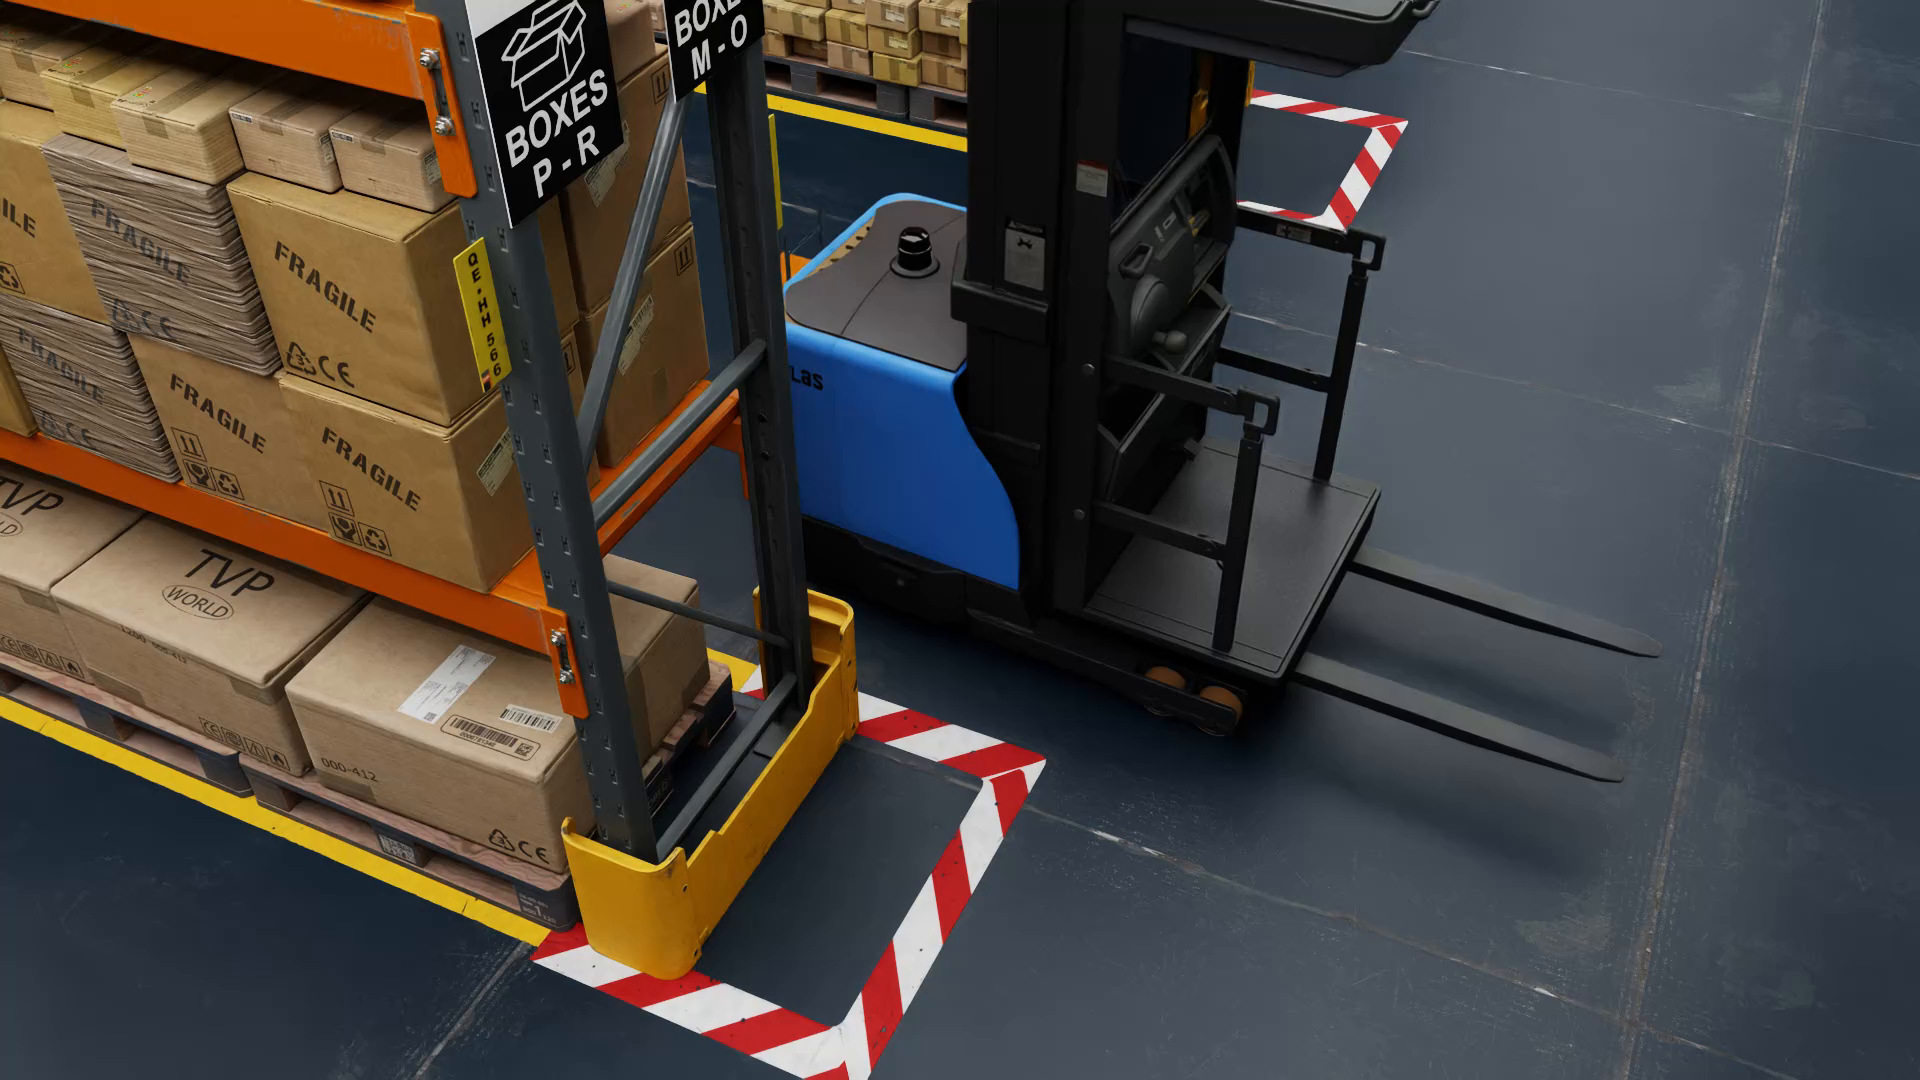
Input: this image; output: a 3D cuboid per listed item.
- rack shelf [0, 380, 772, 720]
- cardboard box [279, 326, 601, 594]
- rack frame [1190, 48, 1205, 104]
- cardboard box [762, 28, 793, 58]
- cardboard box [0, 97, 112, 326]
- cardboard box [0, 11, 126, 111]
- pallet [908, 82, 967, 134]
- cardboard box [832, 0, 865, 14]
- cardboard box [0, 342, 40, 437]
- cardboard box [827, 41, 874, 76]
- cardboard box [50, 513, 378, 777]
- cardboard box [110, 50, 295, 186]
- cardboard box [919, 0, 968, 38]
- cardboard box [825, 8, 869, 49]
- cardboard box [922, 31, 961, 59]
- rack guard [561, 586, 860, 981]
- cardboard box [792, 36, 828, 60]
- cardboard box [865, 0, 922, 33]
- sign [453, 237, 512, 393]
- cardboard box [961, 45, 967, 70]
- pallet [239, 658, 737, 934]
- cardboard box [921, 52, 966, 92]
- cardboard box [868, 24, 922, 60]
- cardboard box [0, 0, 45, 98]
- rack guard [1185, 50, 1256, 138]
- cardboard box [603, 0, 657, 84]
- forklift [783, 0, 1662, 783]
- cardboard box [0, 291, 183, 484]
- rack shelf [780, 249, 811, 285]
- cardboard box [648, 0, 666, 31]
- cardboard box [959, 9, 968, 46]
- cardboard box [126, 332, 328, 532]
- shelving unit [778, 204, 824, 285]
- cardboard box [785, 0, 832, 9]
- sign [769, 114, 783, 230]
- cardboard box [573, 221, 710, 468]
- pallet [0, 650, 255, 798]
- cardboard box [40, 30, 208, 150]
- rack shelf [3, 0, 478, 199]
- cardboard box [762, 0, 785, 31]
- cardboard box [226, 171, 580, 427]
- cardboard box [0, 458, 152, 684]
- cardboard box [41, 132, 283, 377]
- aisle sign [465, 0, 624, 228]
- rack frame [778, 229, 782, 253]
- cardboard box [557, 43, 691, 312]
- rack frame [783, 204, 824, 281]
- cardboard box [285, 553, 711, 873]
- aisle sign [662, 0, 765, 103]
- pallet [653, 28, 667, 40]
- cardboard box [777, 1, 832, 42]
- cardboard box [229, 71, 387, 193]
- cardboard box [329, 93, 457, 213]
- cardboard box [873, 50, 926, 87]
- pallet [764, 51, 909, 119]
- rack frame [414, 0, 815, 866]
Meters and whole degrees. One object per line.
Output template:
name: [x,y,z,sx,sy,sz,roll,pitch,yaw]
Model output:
rack shelf: [-2.550,-0.534,5.125,4.000,0.370,1.077,17,44,19]
cardboard box: [-1.287,-0.266,4.191,0.500,0.500,0.500,17,44,19]
rack frame: [1.264,-3.218,7.673,0.127,3.000,1.000,17,44,19]
cardboard box: [-0.974,-2.781,9.024,0.250,0.149,0.380,16,43,17]
cardboard box: [-2.208,-0.926,4.189,0.500,0.500,0.500,17,44,18]
cardboard box: [-2.075,-1.180,3.986,0.250,0.149,0.380,17,44,18]
pallet: [0.474,-2.432,8.894,1.213,0.211,1.003,17,44,19]
cardboard box: [-0.482,-2.910,8.719,0.250,0.149,0.380,16,43,17]
cardboard box: [-2.679,-0.686,4.675,0.500,0.500,0.500,18,44,20]
cardboard box: [-0.506,-2.639,8.860,0.250,0.149,0.380,18,44,19]
cardboard box: [-2.211,0.185,5.381,0.875,0.438,0.875,18,44,20]
cardboard box: [-1.657,-0.971,3.745,0.250,0.149,0.380,17,44,18]
cardboard box: [-0.023,-2.730,8.511,0.250,0.149,0.380,15,43,17]
cardboard box: [-0.506,-2.749,8.761,0.250,0.149,0.380,19,44,21]
cardboard box: [-0.007,-2.667,8.666,0.250,0.149,0.380,16,44,18]
rack guard: [-0.716,0.699,5.062,0.348,0.500,1.175,17,44,19]
cardboard box: [-0.704,-2.753,8.992,0.250,0.149,0.380,18,44,20]
cardboard box: [-0.290,-2.771,8.559,0.250,0.149,0.380,19,44,20]
sign: [-0.980,-0.461,3.427,0.005,0.325,0.100,17,44,19]
cardboard box: [0.193,-2.532,8.510,0.250,0.149,0.380,15,43,17]
pallet: [-1.495,0.627,5.366,1.213,0.211,1.003,17,44,19]
cardboard box: [-0.010,-2.518,8.720,0.250,0.149,0.380,17,44,19]
cardboard box: [-0.282,-2.667,8.666,0.250,0.149,0.380,18,44,19]
cardboard box: [-2.327,-1.214,4.026,0.250,0.149,0.380,18,44,20]
rack guard: [1.195,-2.295,8.516,0.348,0.500,1.175,17,44,19]
cardboard box: [-0.942,-1.175,3.981,0.250,0.149,0.380,18,44,20]
forklift: [0.833,-0.859,5.004,3.031,2.935,1.130,19,44,21]
cardboard box: [-2.205,-0.551,4.519,0.500,0.500,0.500,18,44,20]
rack shelf: [-0.618,-0.909,5.900,0.180,0.103,0.258,19,44,21]
cardboard box: [-1.679,-3.004,9.282,0.250,0.149,0.380,17,44,18]
cardboard box: [0.185,-2.621,8.385,0.250,0.149,0.380,16,43,18]
cardboard box: [-1.735,-0.414,4.361,0.500,0.500,0.500,16,43,18]
shelving unit: [-0.618,-0.670,6.107,0.189,1.200,0.258,19,44,21]
cardboard box: [-0.731,-2.966,8.783,0.250,0.149,0.380,17,44,19]
sign: [-0.497,-0.937,4.319,0.005,0.325,0.100,17,44,19]
cardboard box: [-1.051,-0.593,4.568,0.500,0.500,0.500,17,44,18]
pallet: [-2.597,0.288,5.757,1.213,0.211,1.003,17,44,19]
cardboard box: [-1.868,-1.065,3.854,0.250,0.149,0.380,18,44,20]
rack shelf: [-2.550,-1.668,4.143,4.000,0.370,1.077,17,44,19]
cardboard box: [-0.980,-2.892,8.926,0.250,0.149,0.380,17,44,18]
cardboard box: [-1.275,-0.660,3.881,0.500,0.500,0.500,18,44,20]
cardboard box: [-3.027,-0.065,5.671,0.875,0.438,0.875,16,43,17]
cardboard box: [-1.761,-0.787,4.028,0.500,0.500,0.500,17,44,19]
aisle sign: [-0.803,-1.031,3.164,0.004,0.787,0.394,17,44,19]
rack frame: [-0.699,-0.698,6.139,0.006,1.200,0.240,19,44,21]
cardboard box: [-1.052,-0.970,4.239,0.500,0.500,0.500,16,43,18]
rack frame: [-0.538,-0.642,6.075,0.006,1.200,0.240,19,44,21]
cardboard box: [-1.378,0.434,5.095,0.875,0.438,0.875,16,43,17]
aisle sign: [-0.550,-1.387,3.575,0.004,0.787,0.394,17,44,19]
pallet: [-1.738,-3.107,9.674,1.213,0.211,1.003,17,44,19]
cardboard box: [-0.767,-2.809,8.830,0.250,0.149,0.380,17,44,19]
cardboard box: [-1.388,-0.949,3.720,0.250,0.149,0.380,18,44,19]
cardboard box: [-1.147,-0.893,3.656,0.250,0.149,0.380,18,44,19]
cardboard box: [-0.267,-2.551,8.759,0.250,0.149,0.380,15,43,17]
pallet: [-0.628,-2.770,9.285,1.213,0.211,1.003,17,44,19]
rack frame: [-0.738,-0.252,4.251,0.127,3.000,1.000,17,44,19]
